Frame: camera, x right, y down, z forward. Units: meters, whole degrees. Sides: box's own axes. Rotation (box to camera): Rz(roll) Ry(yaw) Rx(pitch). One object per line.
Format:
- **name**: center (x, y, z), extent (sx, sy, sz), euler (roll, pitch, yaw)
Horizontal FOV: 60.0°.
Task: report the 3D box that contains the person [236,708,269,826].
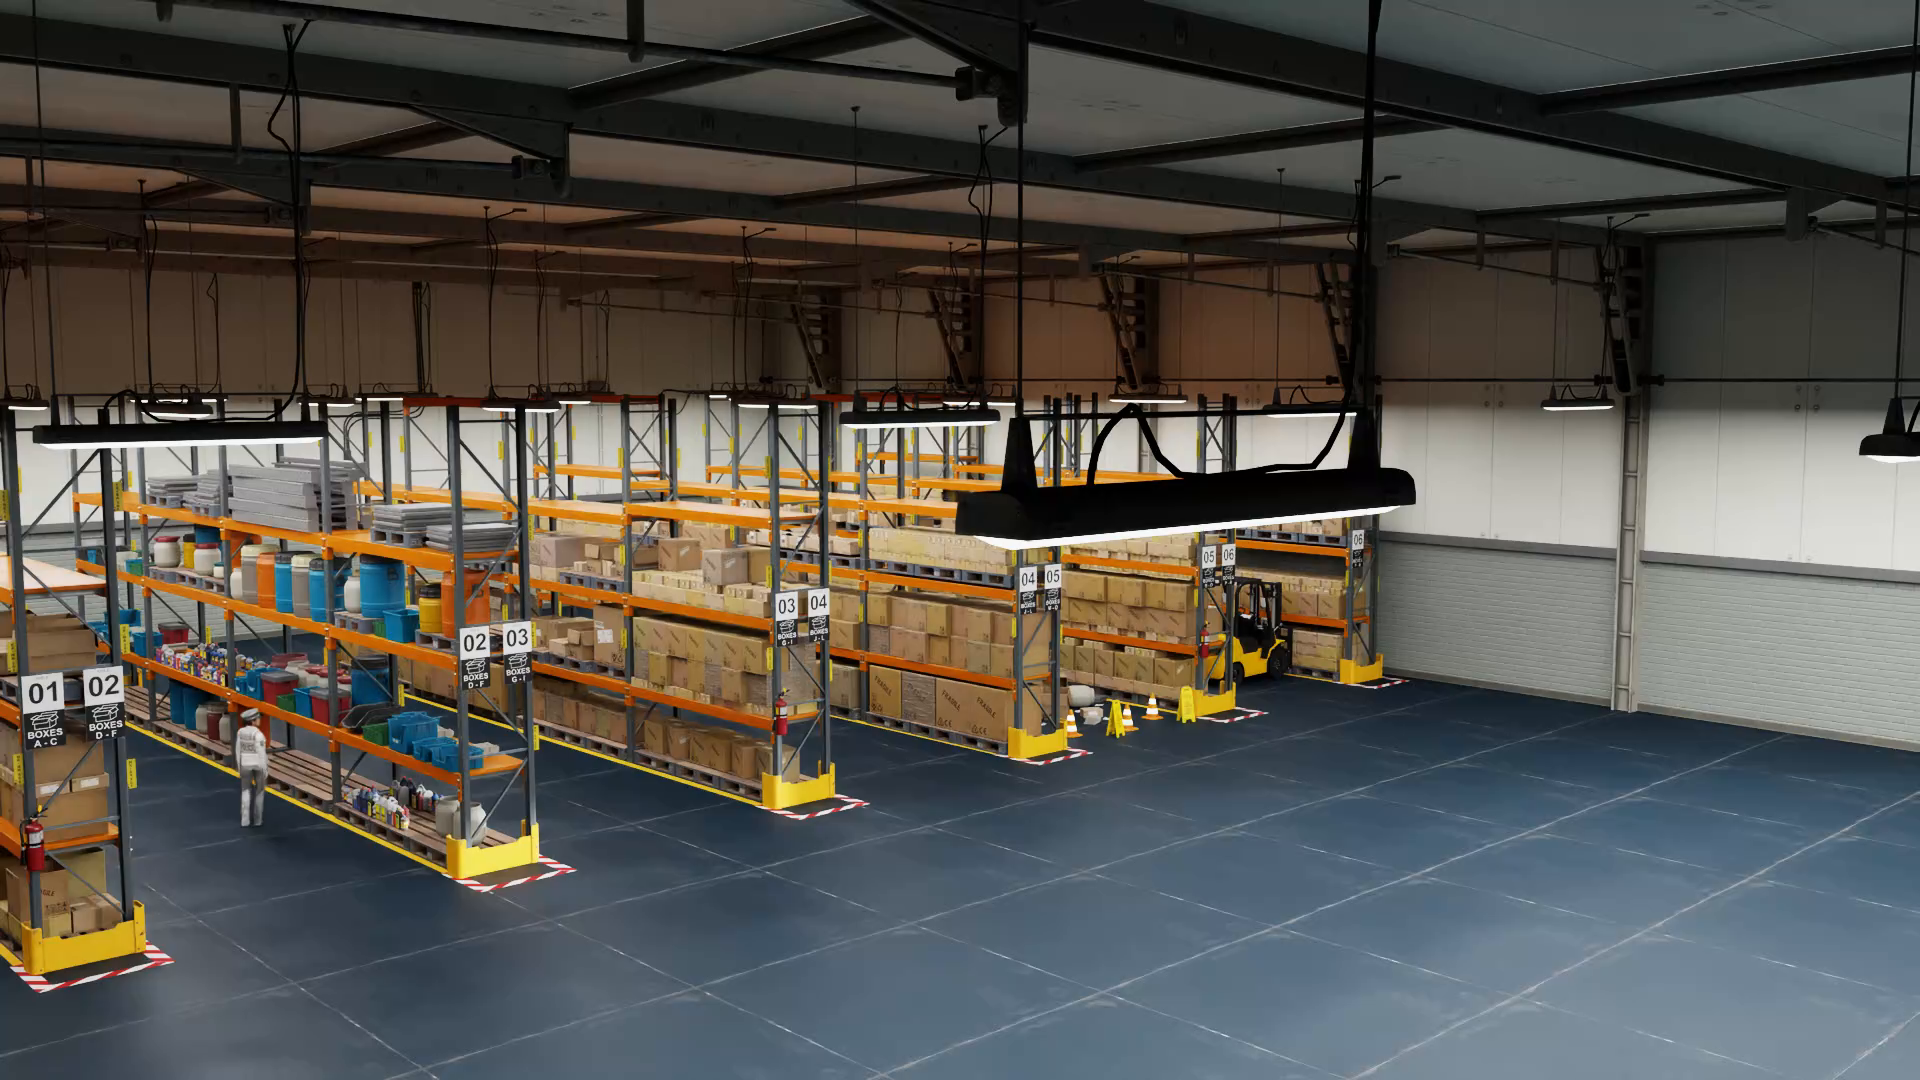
- **person**: center (-10.006, 3.213, 23.471), extent (0.456, 1.680, 0.522), euler (-1, 6, -9)
